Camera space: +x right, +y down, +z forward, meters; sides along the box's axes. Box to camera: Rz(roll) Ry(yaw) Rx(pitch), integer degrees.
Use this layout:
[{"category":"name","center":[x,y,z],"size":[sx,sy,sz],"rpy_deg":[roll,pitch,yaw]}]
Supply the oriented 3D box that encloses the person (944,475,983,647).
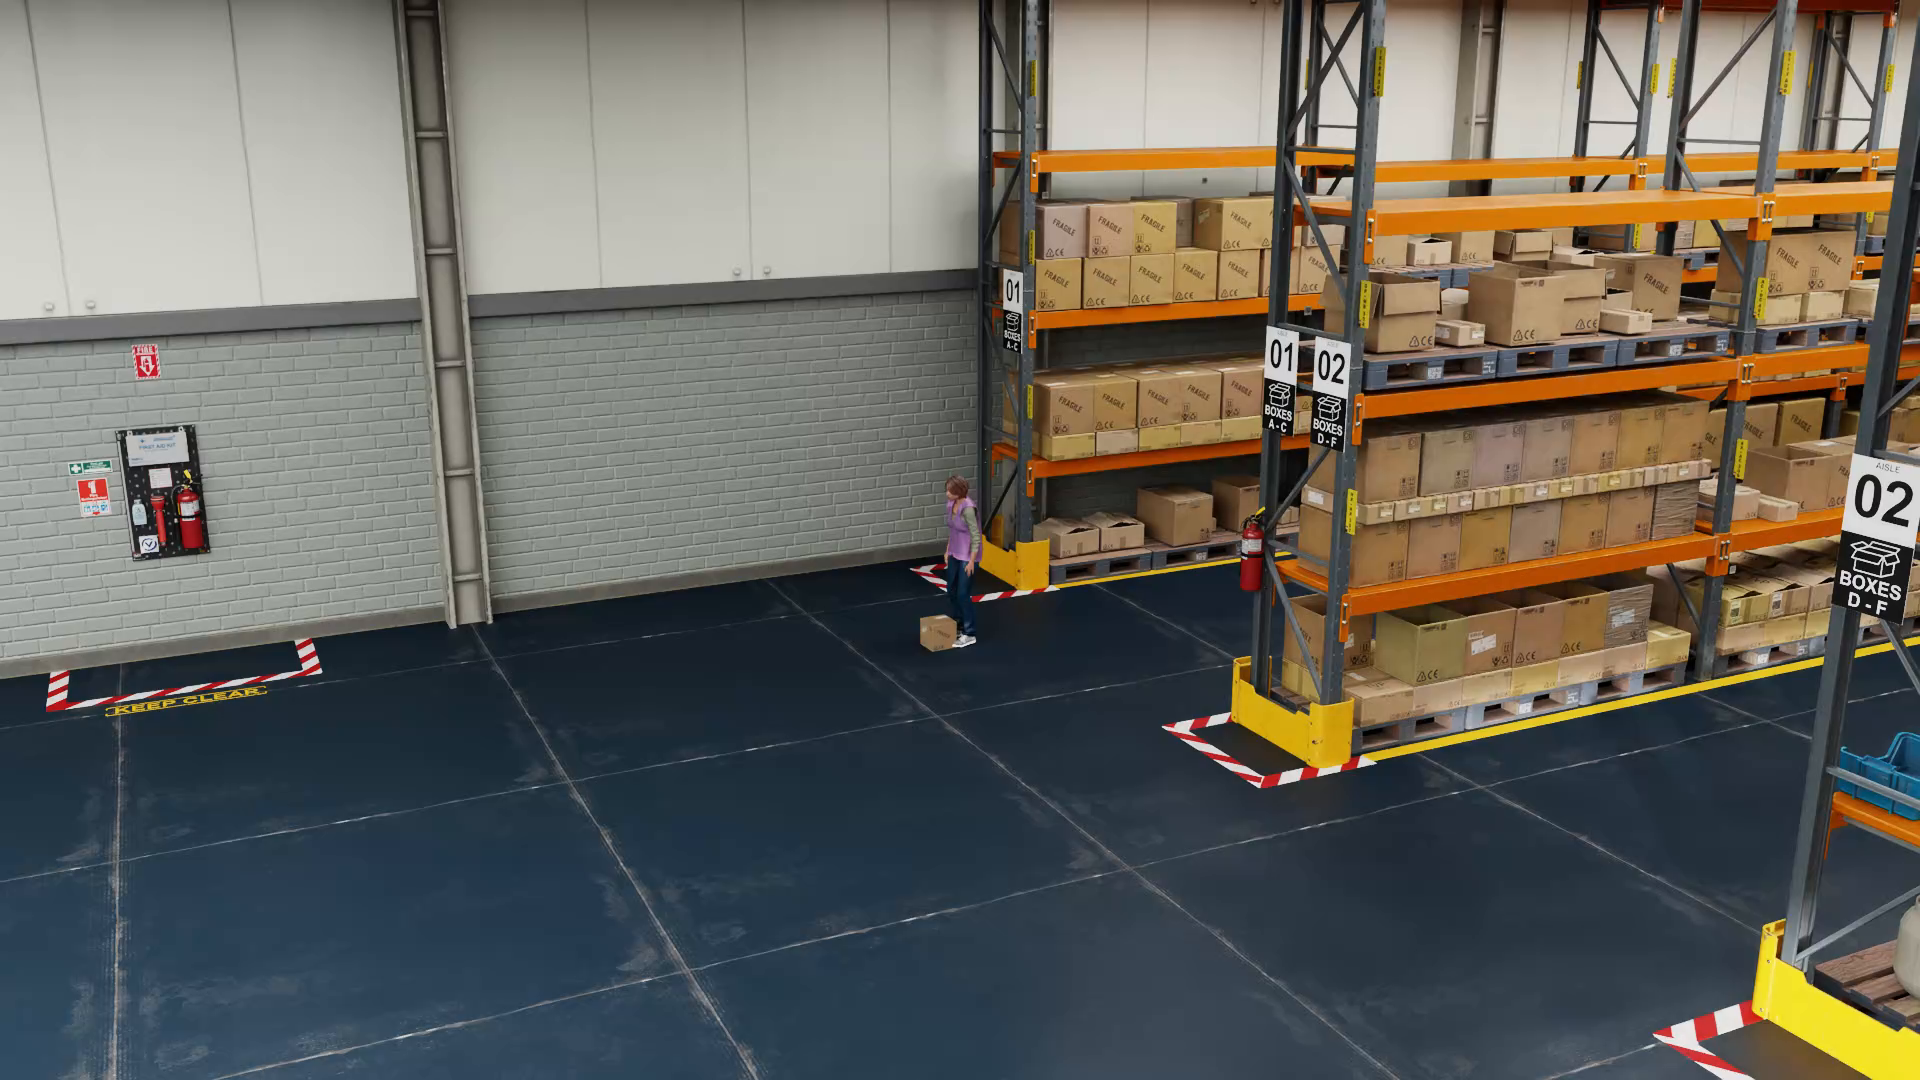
[{"category":"person","center":[0.014,0.173,15.115],"size":[0.346,1.592,0.484],"rpy_deg":[-9,18,-28]}]
